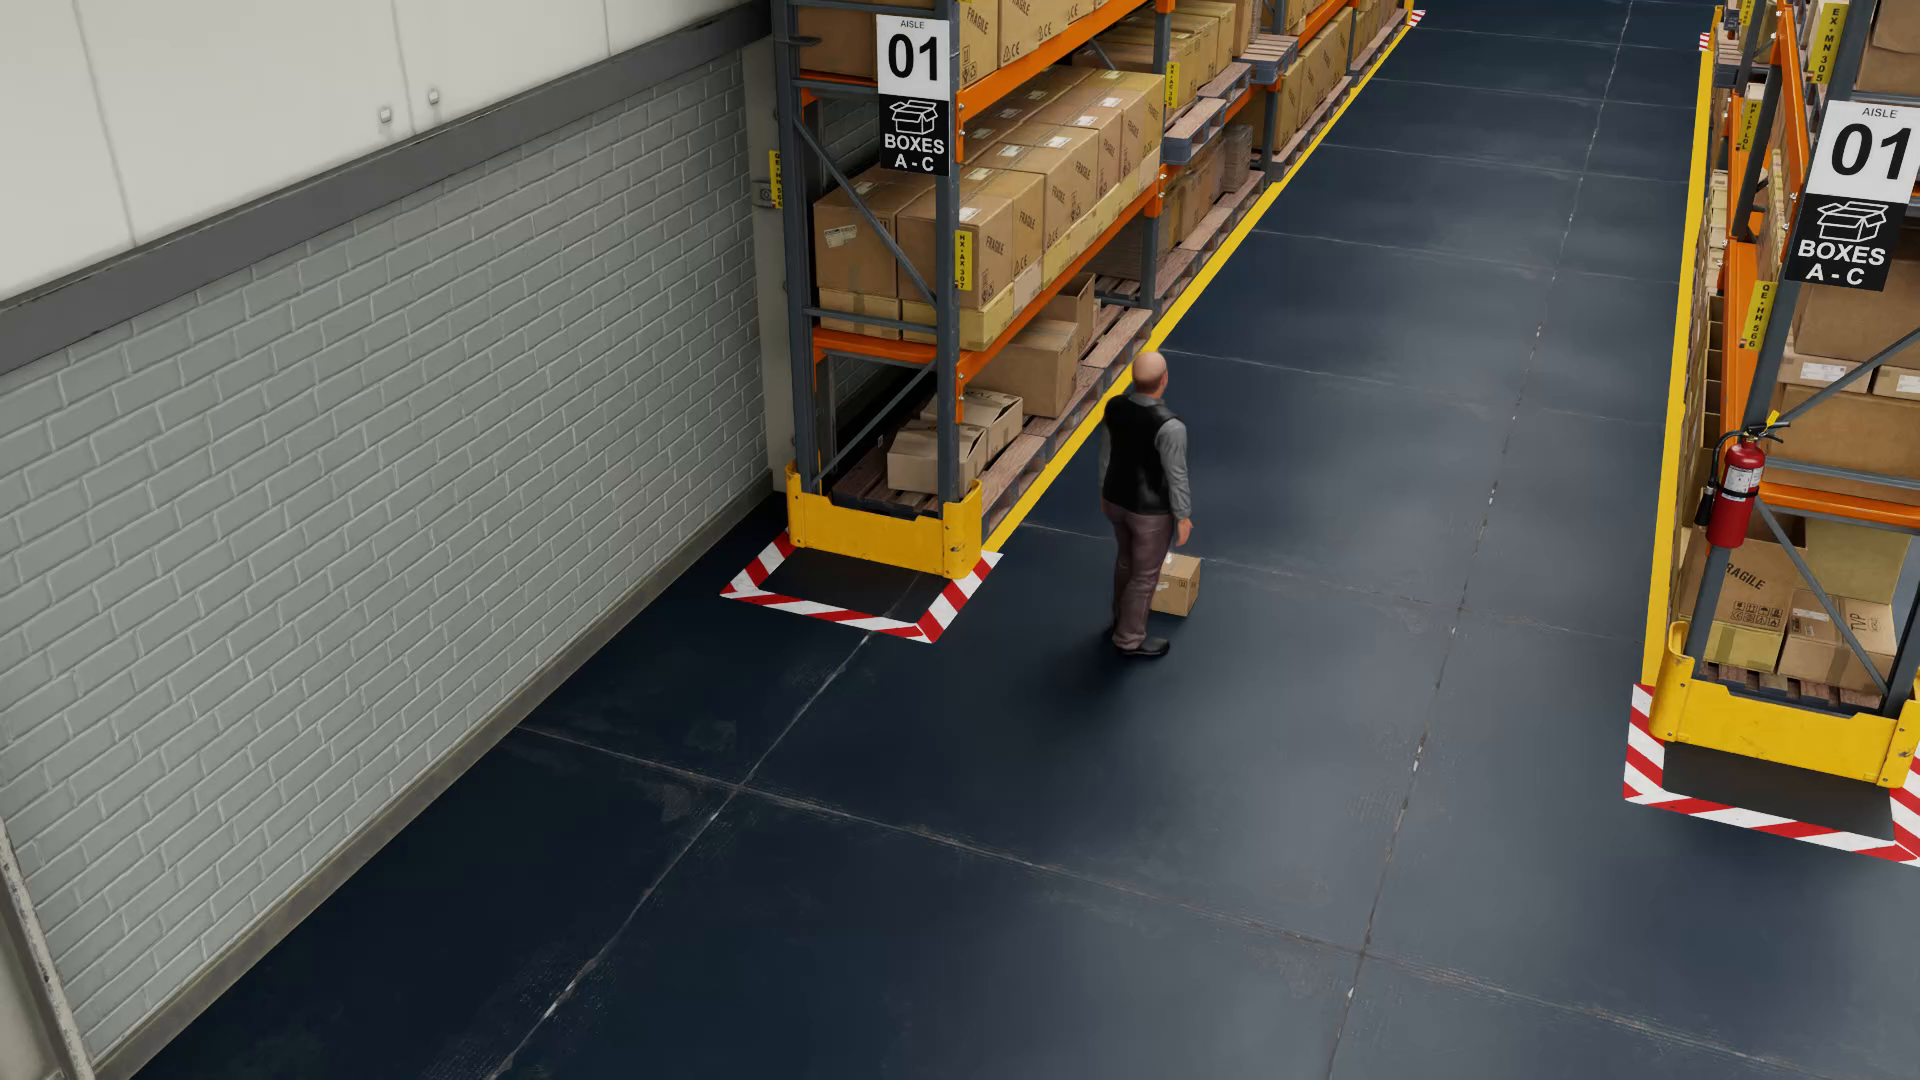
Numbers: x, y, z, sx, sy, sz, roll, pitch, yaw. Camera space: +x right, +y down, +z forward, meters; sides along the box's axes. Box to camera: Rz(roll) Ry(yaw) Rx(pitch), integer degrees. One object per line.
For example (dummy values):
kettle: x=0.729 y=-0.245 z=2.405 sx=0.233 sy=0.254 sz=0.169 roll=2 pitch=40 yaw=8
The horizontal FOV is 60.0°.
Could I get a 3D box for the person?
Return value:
person: x=1.019 y=-0.176 z=8.758 sx=0.496 sy=1.758 sz=0.583 roll=-21 pitch=36 yaw=-32
